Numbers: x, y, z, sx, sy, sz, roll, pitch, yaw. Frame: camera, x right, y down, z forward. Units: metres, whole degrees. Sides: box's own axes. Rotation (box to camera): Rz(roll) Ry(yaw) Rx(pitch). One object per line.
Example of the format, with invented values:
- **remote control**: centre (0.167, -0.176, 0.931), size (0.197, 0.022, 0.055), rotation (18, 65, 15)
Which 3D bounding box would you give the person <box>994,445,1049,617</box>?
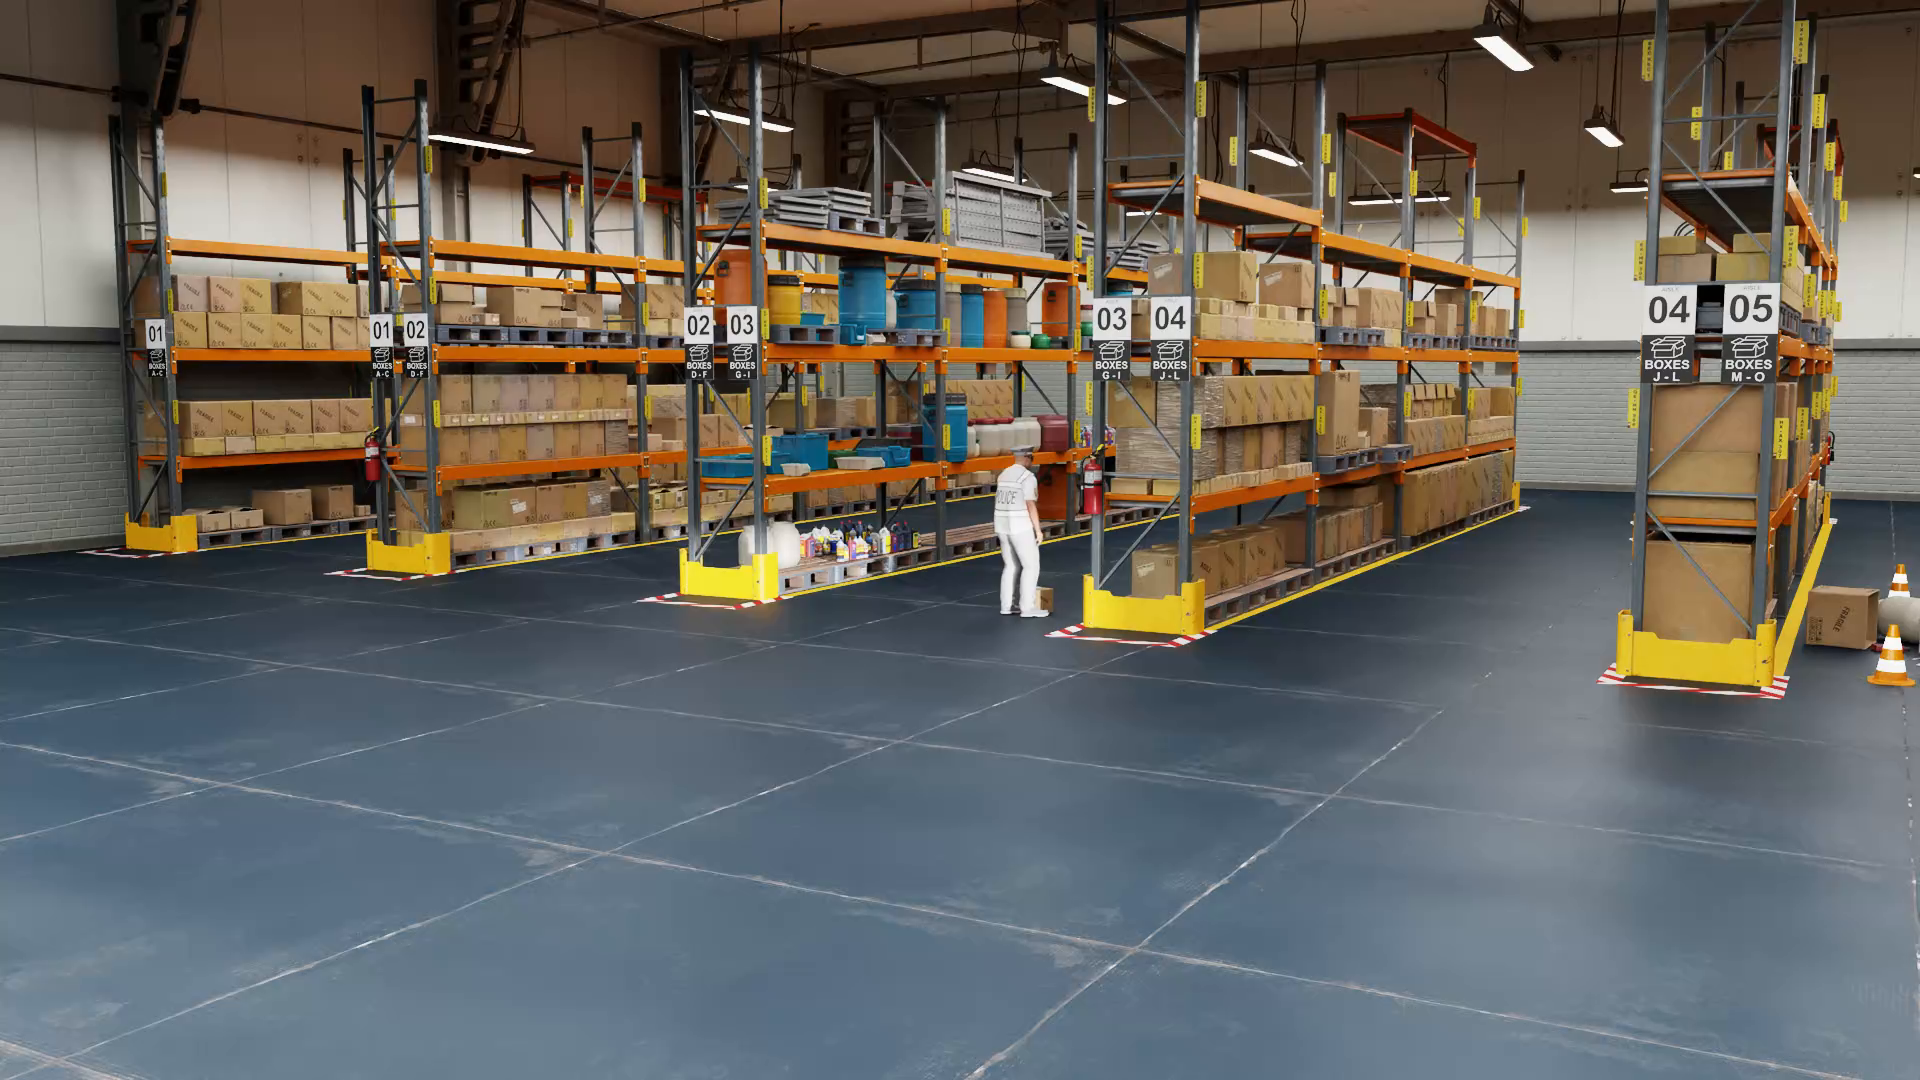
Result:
- **person**: centre (0.595, -0.098, 17.044), size (0.436, 1.748, 0.586), rotation (-5, 8, -40)
